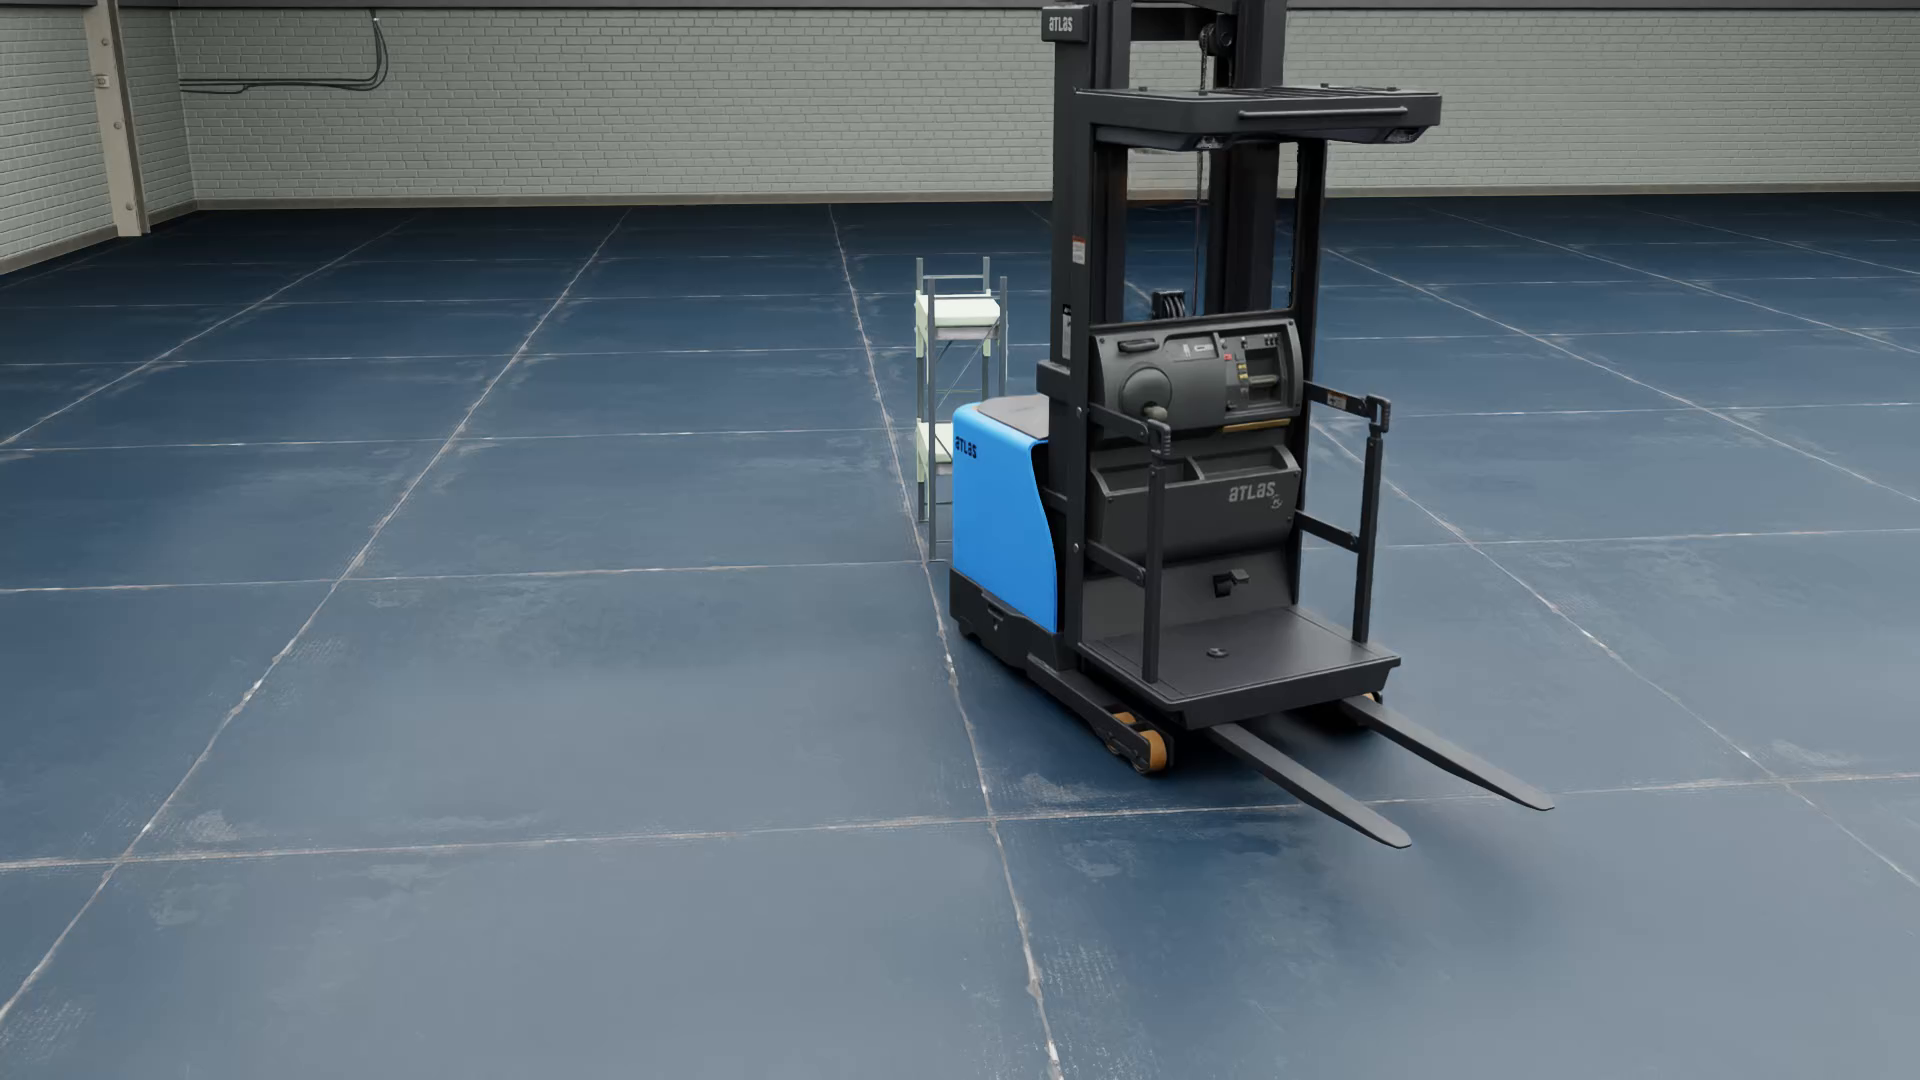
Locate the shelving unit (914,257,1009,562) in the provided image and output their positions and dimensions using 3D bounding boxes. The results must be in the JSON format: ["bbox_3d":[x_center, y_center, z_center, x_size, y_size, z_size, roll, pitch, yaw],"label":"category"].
[{"bbox_3d":[-0.001,-0.718,8.959,0.431,1.500,0.755,-2,18,-6],"label":"shelving unit"}]

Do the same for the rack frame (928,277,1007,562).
[{"bbox_3d":[0.037,-0.609,8.611,0.400,1.500,0.023,-2,18,-6],"label":"rack frame"}]

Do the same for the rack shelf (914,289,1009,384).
[{"bbox_3d":[-0.001,-1.090,8.842,0.431,0.370,0.720,-2,18,-6],"label":"rack shelf"}]

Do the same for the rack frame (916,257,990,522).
[{"bbox_3d":[-0.038,-0.827,9.306,0.400,1.500,0.023,-2,18,-6],"label":"rack frame"}]

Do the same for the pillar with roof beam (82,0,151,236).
[{"bbox_3d":[-6.724,-8.496,21.215,9.100,9.000,0.400,-2,18,-6],"label":"pillar with roof beam"}]

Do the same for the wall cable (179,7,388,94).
[{"bbox_3d":[-9.994,-7.800,24.183,3.097,2.526,0.112,-2,18,-6],"label":"wall cable"}]

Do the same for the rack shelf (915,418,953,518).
[{"bbox_3d":[-0.001,-0.407,9.056,0.431,0.370,0.720,-2,18,-6],"label":"rack shelf"}]

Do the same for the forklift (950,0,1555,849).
[{"bbox_3d":[1.045,-0.656,6.374,1.130,2.935,3.031,-8,19,-24],"label":"forklift"}]
